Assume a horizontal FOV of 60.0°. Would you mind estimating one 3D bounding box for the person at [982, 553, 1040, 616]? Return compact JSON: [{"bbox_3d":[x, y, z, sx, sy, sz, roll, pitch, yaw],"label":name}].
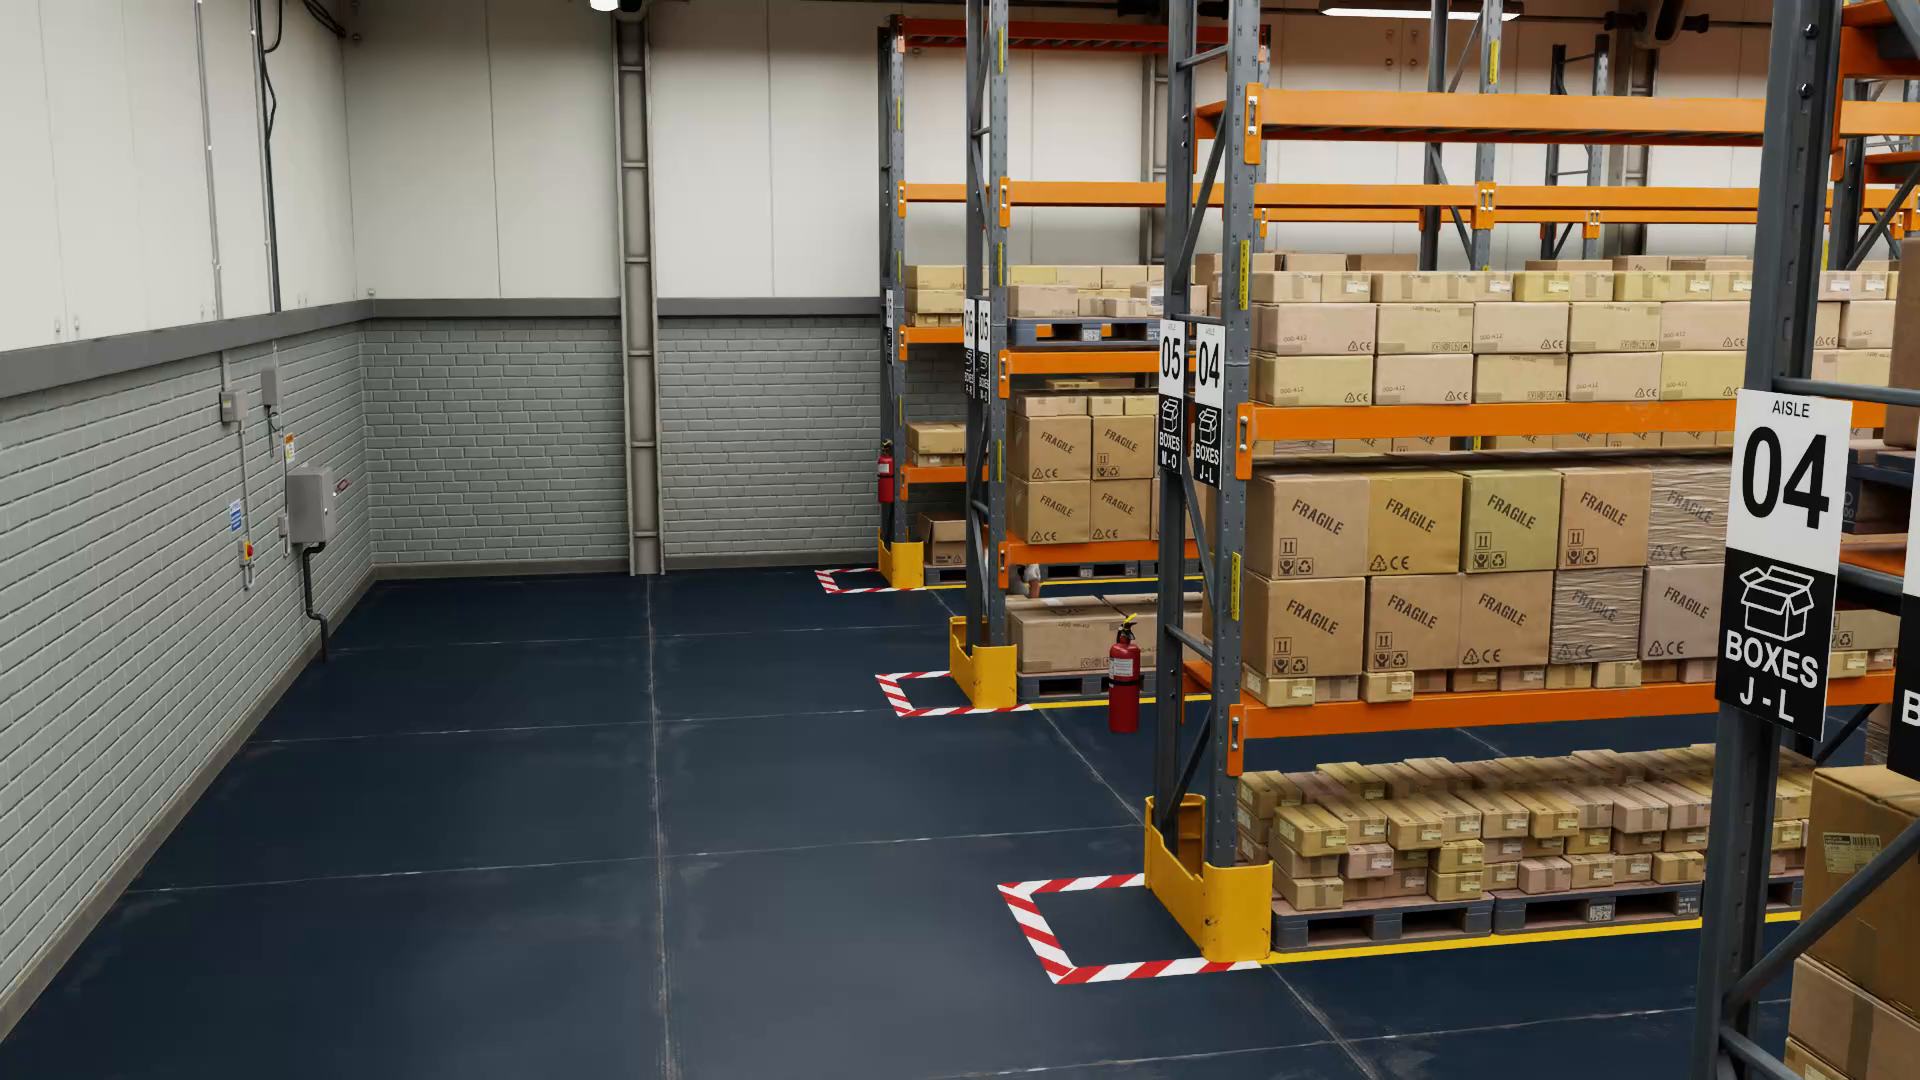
[{"bbox_3d":[0.448,0.420,15.626,0.558,1.013,0.909,-2,10,-11],"label":"person"}]
